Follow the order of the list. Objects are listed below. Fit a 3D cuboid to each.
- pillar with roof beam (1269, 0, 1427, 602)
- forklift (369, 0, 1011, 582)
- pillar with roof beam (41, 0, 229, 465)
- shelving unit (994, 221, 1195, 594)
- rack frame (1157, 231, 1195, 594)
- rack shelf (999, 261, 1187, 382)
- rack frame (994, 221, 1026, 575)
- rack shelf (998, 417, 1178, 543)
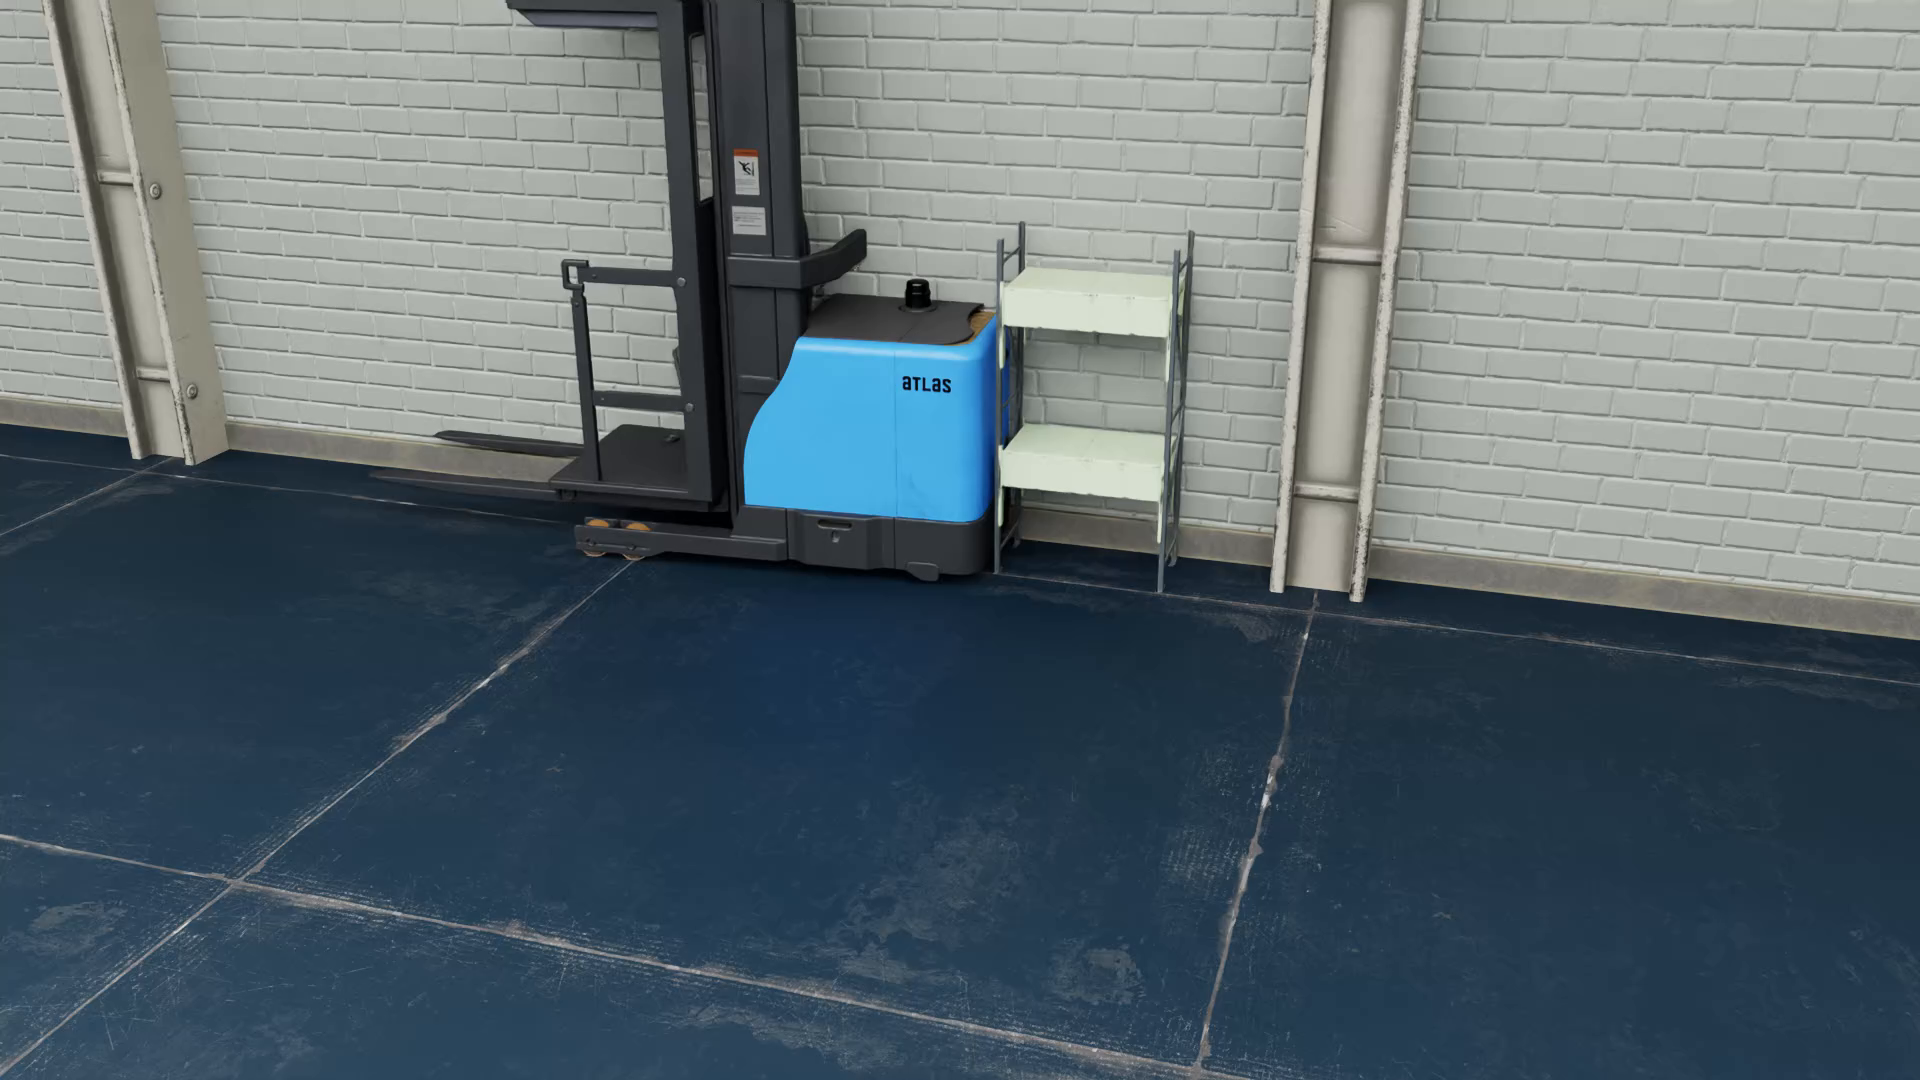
[{"bbox_3d":[0.336,-2.410,1.788,0.400,9.000,9.100,7,23,16],"label":"pillar with roof beam"},{"bbox_3d":[-1.274,-1.452,7.447,3.031,2.935,1.130,5,23,12],"label":"forklift"},{"bbox_3d":[-5.408,-3.068,3.391,0.400,9.000,9.100,7,23,16],"label":"pillar with roof beam"},{"bbox_3d":[0.568,-0.572,7.188,0.755,1.500,0.431,6,23,15],"label":"shelving unit"},{"bbox_3d":[0.920,-0.533,7.093,0.023,1.500,0.400,6,23,15],"label":"rack frame"},{"bbox_3d":[0.568,-0.933,7.040,0.720,0.370,0.431,6,23,15],"label":"rack shelf"},{"bbox_3d":[0.217,-0.611,7.283,0.023,1.500,0.400,6,23,15],"label":"rack frame"},{"bbox_3d":[0.568,-0.270,7.312,0.720,0.370,0.431,6,23,15],"label":"rack shelf"}]
